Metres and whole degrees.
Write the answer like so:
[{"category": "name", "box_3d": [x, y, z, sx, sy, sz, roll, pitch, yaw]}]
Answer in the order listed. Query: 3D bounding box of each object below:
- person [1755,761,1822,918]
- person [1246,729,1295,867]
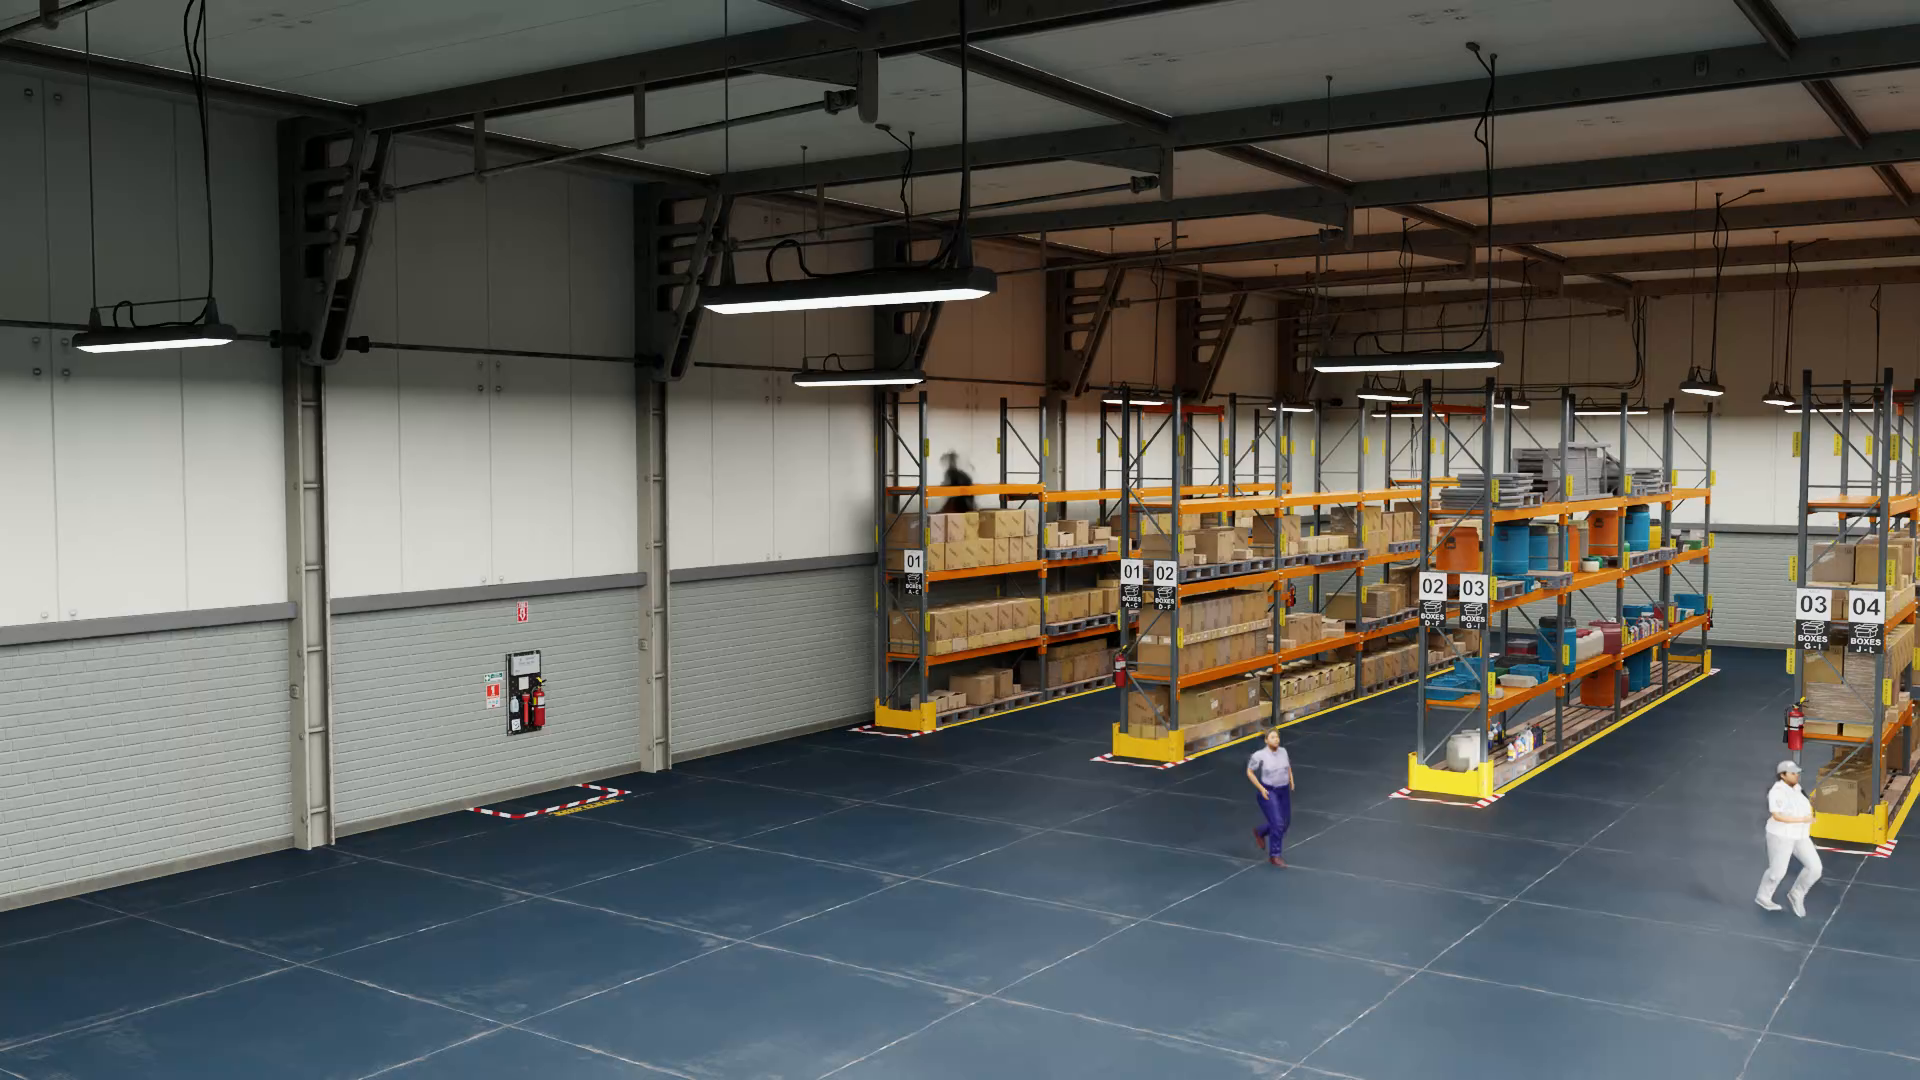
[{"category": "person", "box_3d": [8.858, 3.193, 17.747, 0.578, 1.685, 0.688, -1, 3, -24]}, {"category": "person", "box_3d": [3.759, 3.090, 20.125, 0.602, 1.634, 0.668, -2, 4, -27]}]
